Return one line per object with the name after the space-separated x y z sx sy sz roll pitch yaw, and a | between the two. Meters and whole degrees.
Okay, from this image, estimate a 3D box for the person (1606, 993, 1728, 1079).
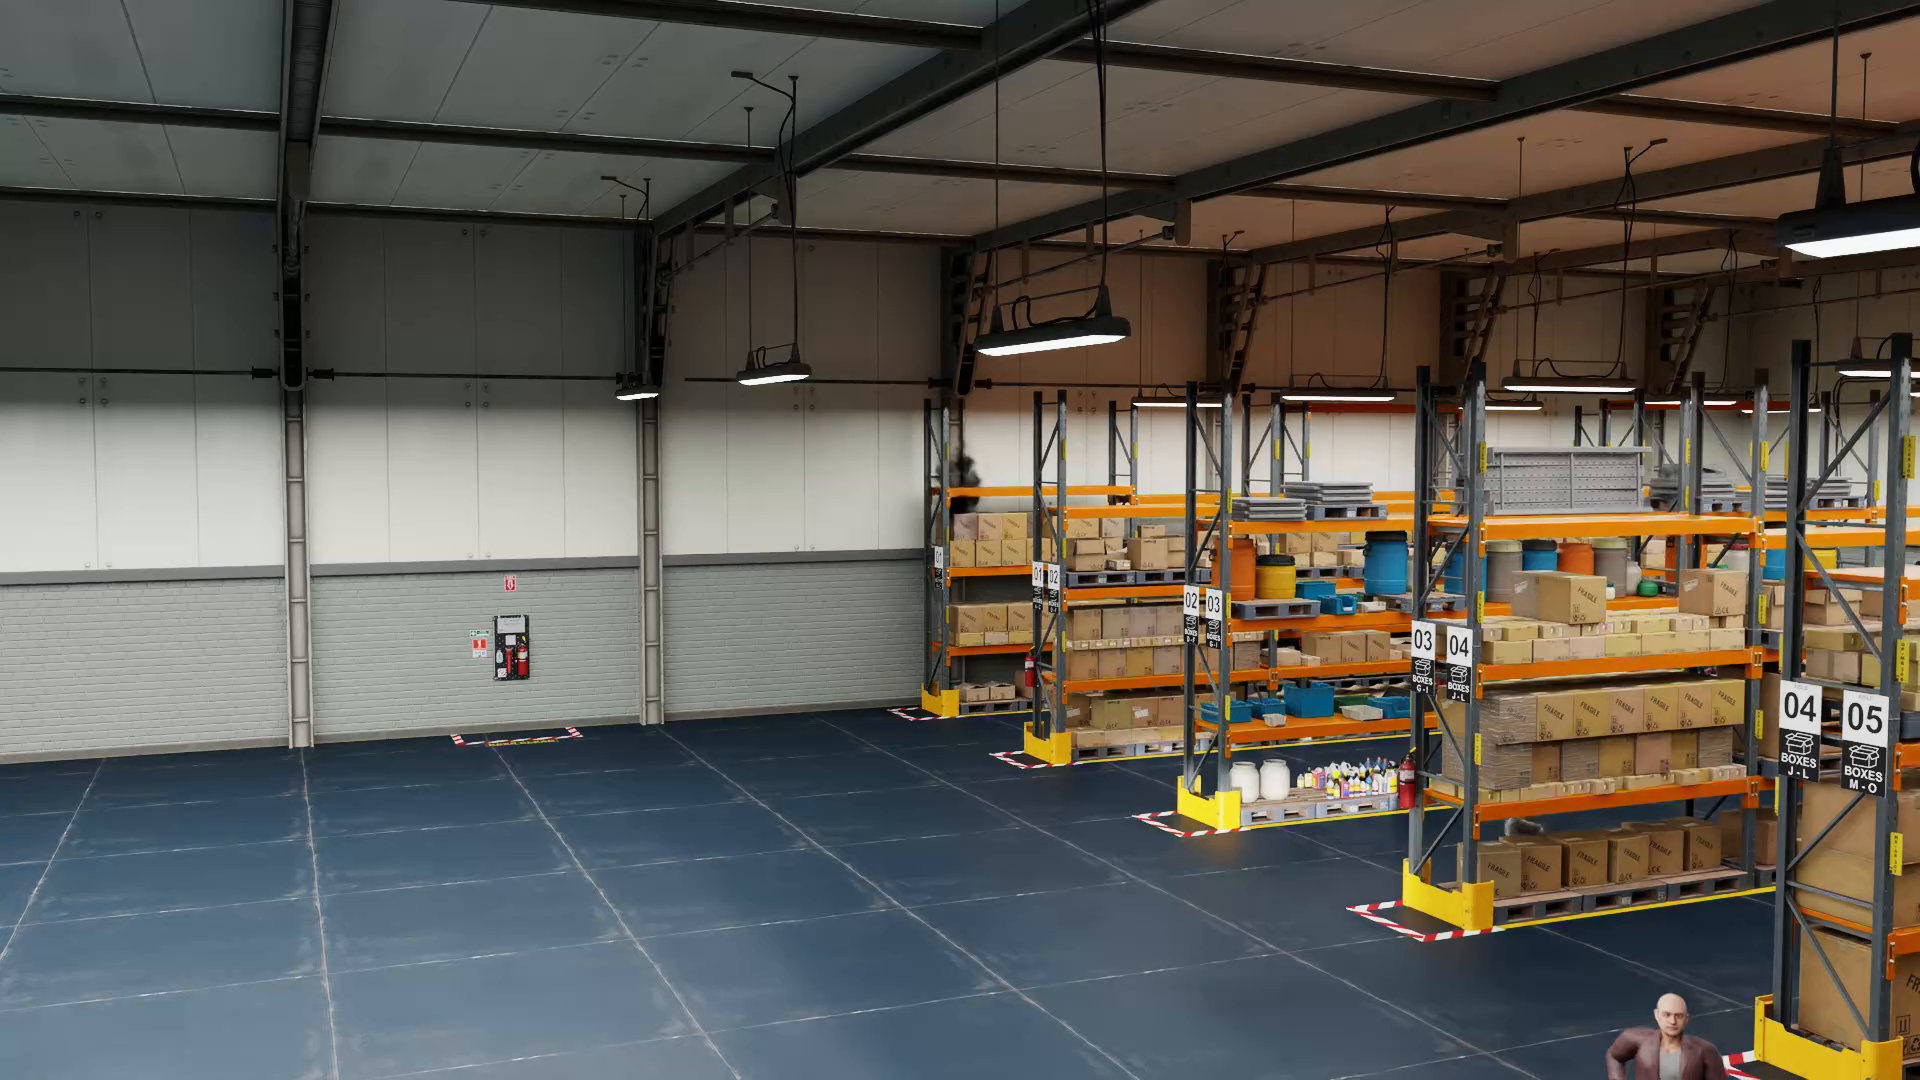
4.312 3.681 10.147 0.695 1.846 0.825 1 4 19 | person

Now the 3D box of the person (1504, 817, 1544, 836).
6.910 3.154 20.424 0.809 1.652 0.576 -2 4 -25 | person
